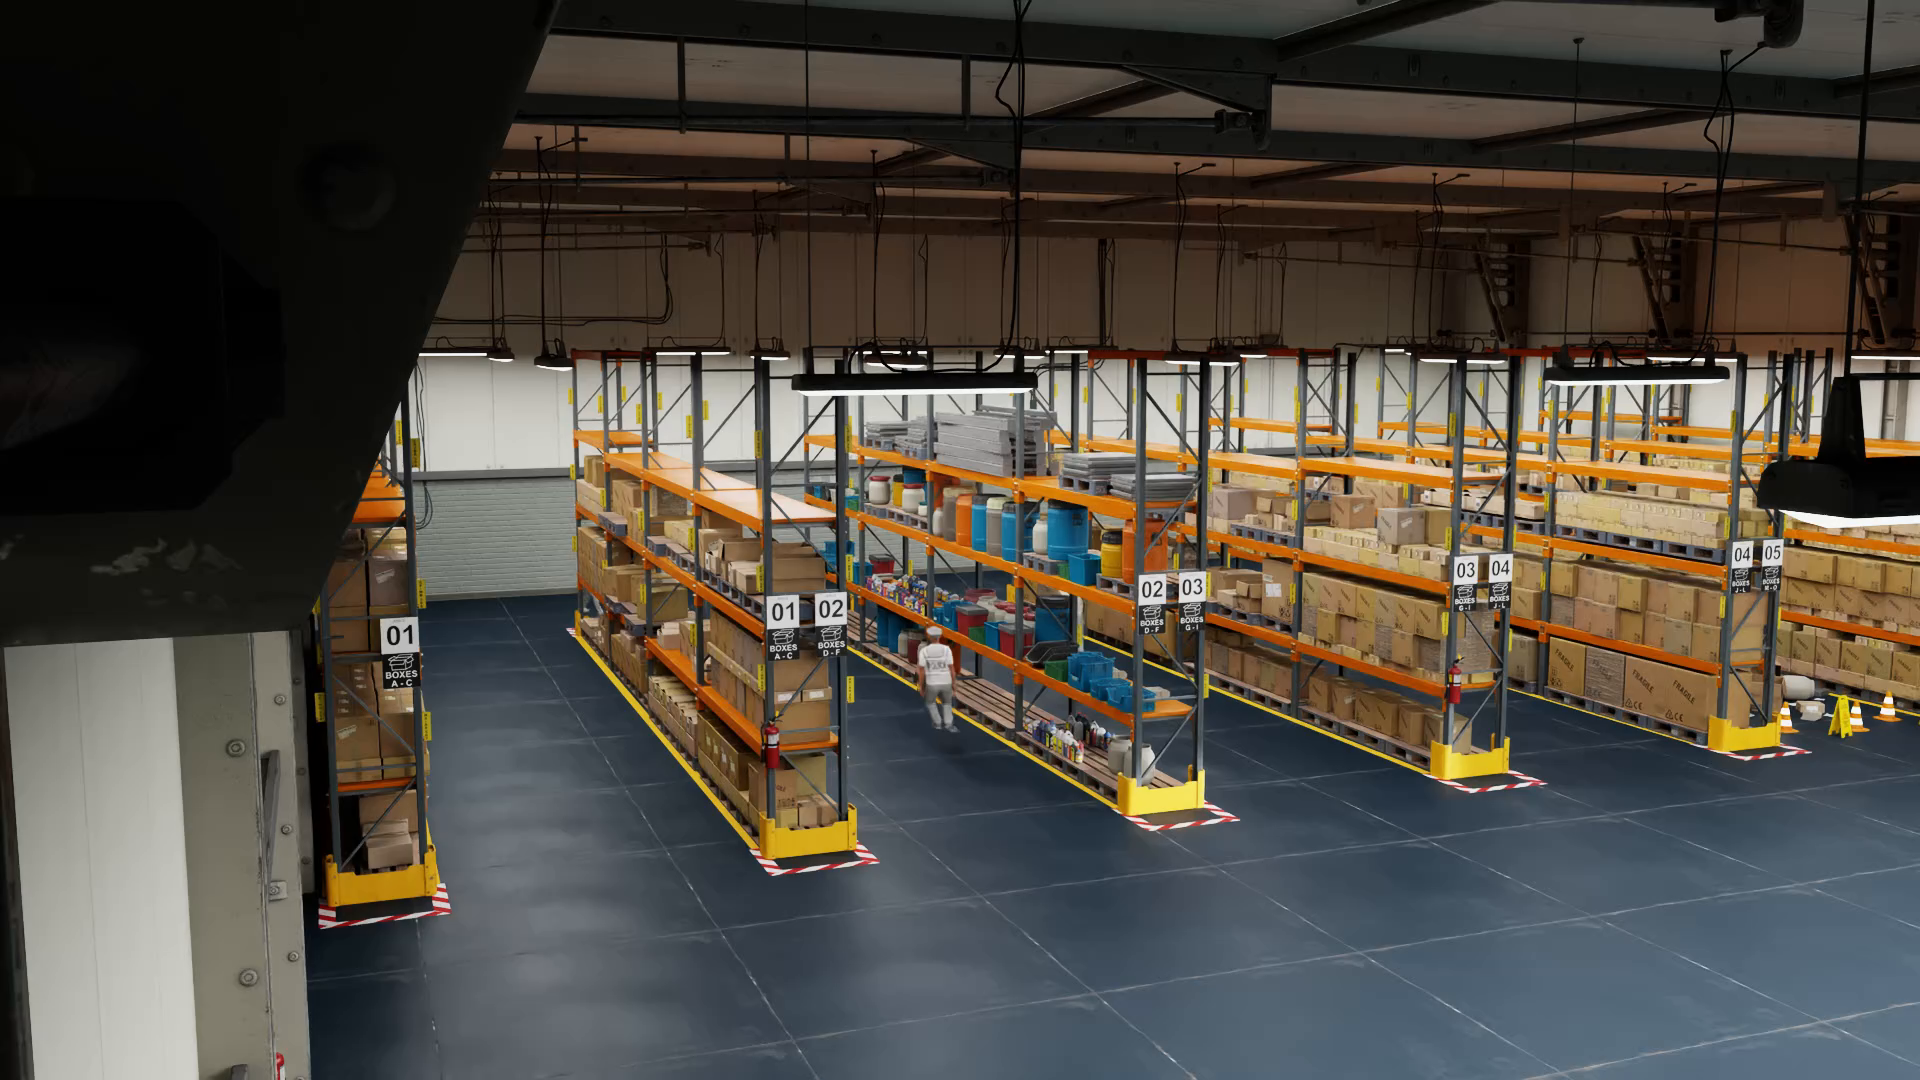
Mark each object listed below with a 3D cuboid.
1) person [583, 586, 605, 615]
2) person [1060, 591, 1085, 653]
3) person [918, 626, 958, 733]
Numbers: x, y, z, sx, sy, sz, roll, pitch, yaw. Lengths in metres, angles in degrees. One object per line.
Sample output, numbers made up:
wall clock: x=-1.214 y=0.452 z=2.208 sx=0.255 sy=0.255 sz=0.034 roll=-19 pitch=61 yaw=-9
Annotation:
person: x=-8.200 y=0.881 z=37.195 sx=1.081 sy=1.610 sz=0.505 roll=5 pitch=9 yaw=35
person: x=2.206 y=1.450 z=32.703 sx=0.544 sy=1.603 sz=0.985 roll=-2 pitch=7 yaw=-16
person: x=-0.340 y=2.155 z=25.502 sx=0.596 sy=1.651 sz=0.557 roll=-2 pitch=7 yaw=-12
